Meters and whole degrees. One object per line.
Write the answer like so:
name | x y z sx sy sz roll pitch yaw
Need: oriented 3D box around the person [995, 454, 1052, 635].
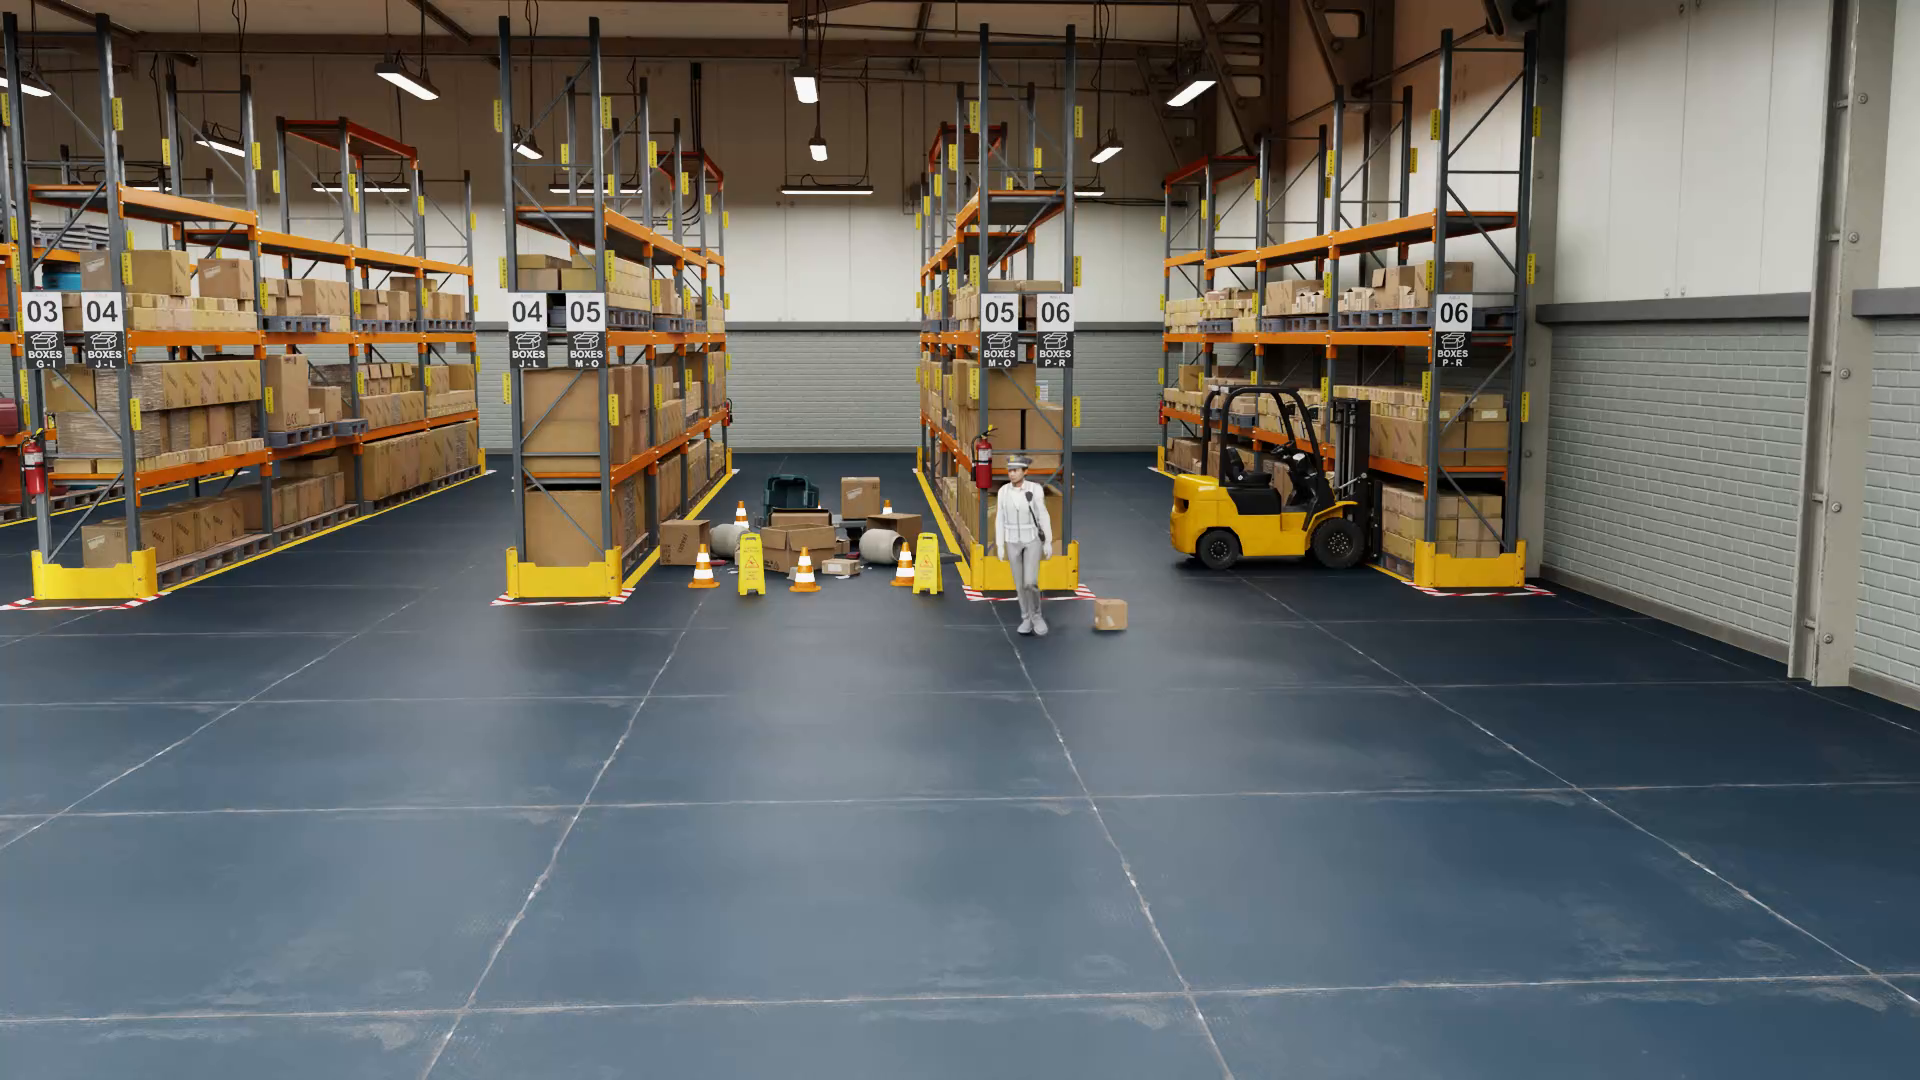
person | 0.573 0.035 15.247 0.514 1.662 0.488 3 8 22
